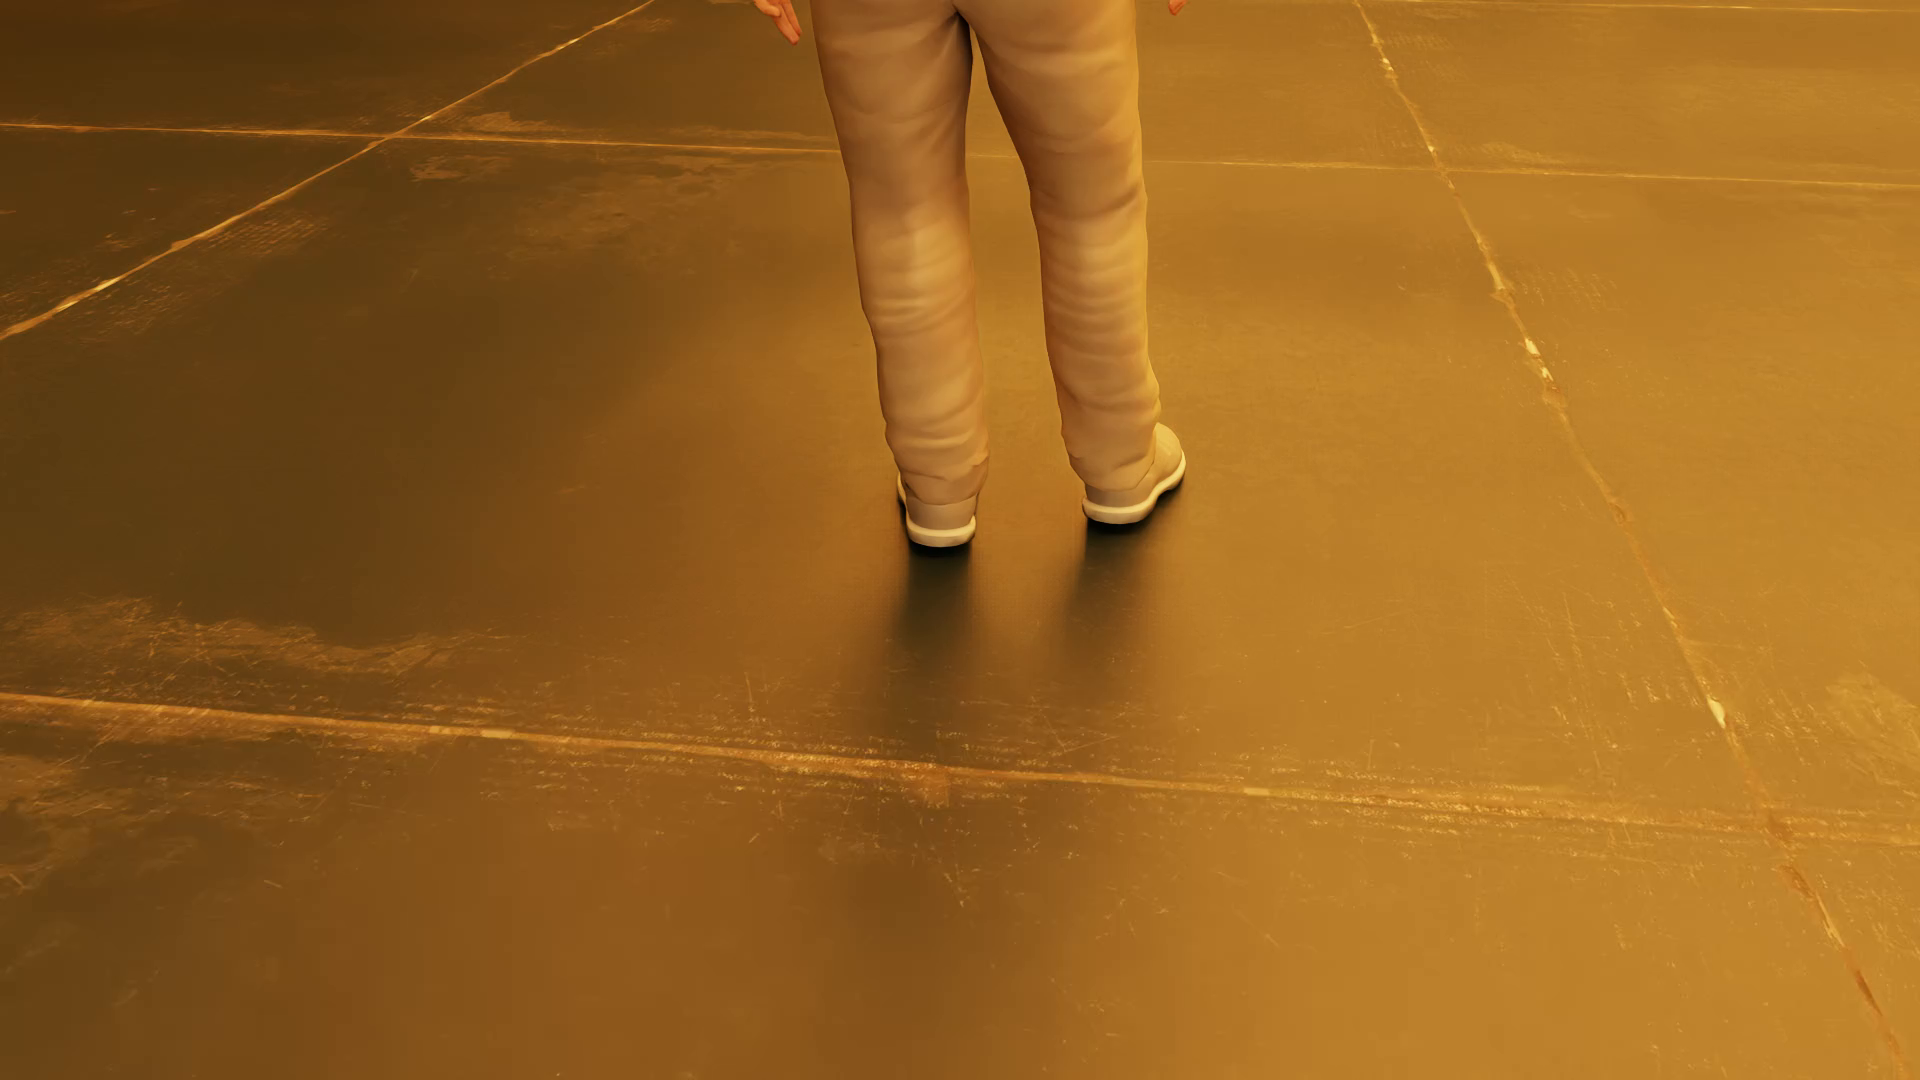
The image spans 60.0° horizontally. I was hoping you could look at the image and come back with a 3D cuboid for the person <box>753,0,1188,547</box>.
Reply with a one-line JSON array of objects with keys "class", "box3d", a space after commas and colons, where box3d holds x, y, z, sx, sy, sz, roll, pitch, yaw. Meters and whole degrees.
[{"class": "person", "box3d": [0.024, -0.819, 2.189, 0.640, 1.727, 0.551, 3, 27, 7]}]
